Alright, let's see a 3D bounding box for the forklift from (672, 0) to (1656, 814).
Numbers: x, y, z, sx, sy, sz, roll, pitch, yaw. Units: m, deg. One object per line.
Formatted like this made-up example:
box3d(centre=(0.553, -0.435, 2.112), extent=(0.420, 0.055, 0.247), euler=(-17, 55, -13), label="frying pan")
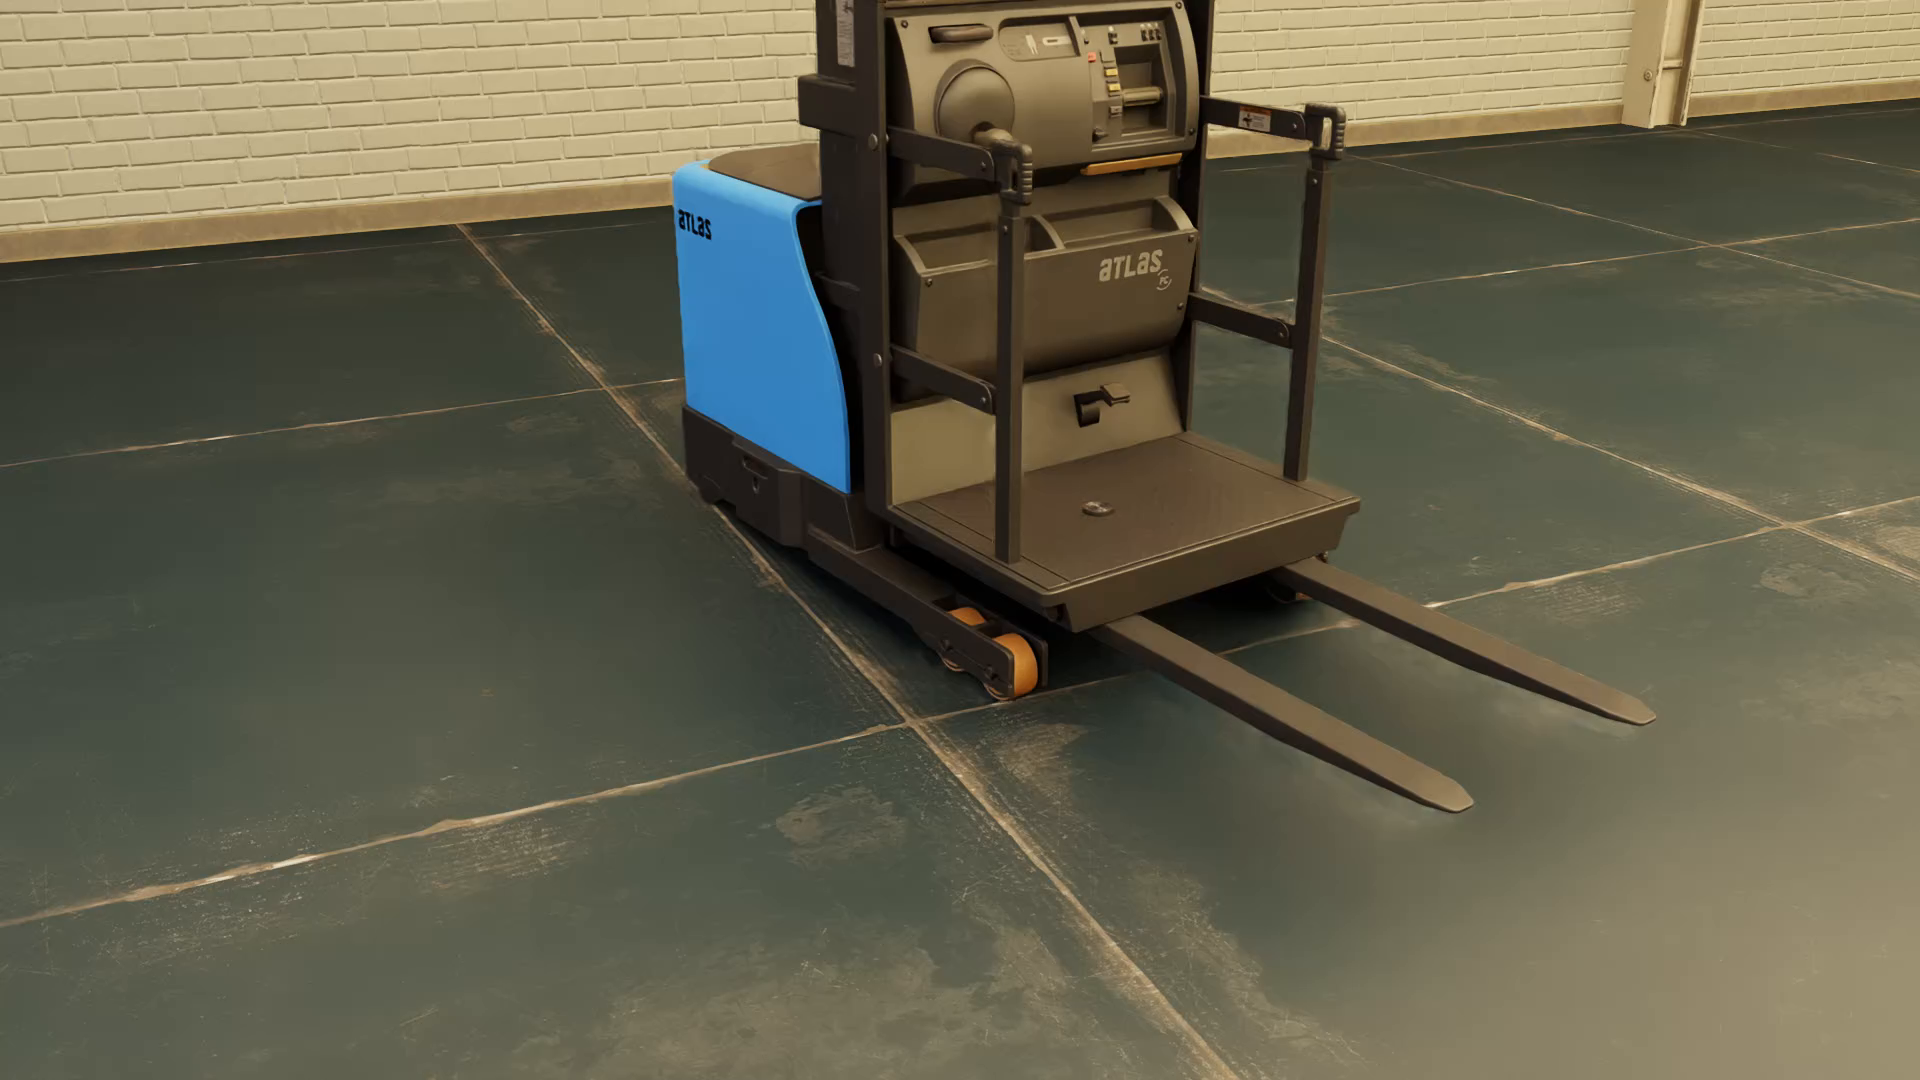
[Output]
box3d(centre=(0.364, -1.164, 4.088), extent=(1.130, 2.935, 3.031), euler=(-15, 27, -32), label="forklift")
